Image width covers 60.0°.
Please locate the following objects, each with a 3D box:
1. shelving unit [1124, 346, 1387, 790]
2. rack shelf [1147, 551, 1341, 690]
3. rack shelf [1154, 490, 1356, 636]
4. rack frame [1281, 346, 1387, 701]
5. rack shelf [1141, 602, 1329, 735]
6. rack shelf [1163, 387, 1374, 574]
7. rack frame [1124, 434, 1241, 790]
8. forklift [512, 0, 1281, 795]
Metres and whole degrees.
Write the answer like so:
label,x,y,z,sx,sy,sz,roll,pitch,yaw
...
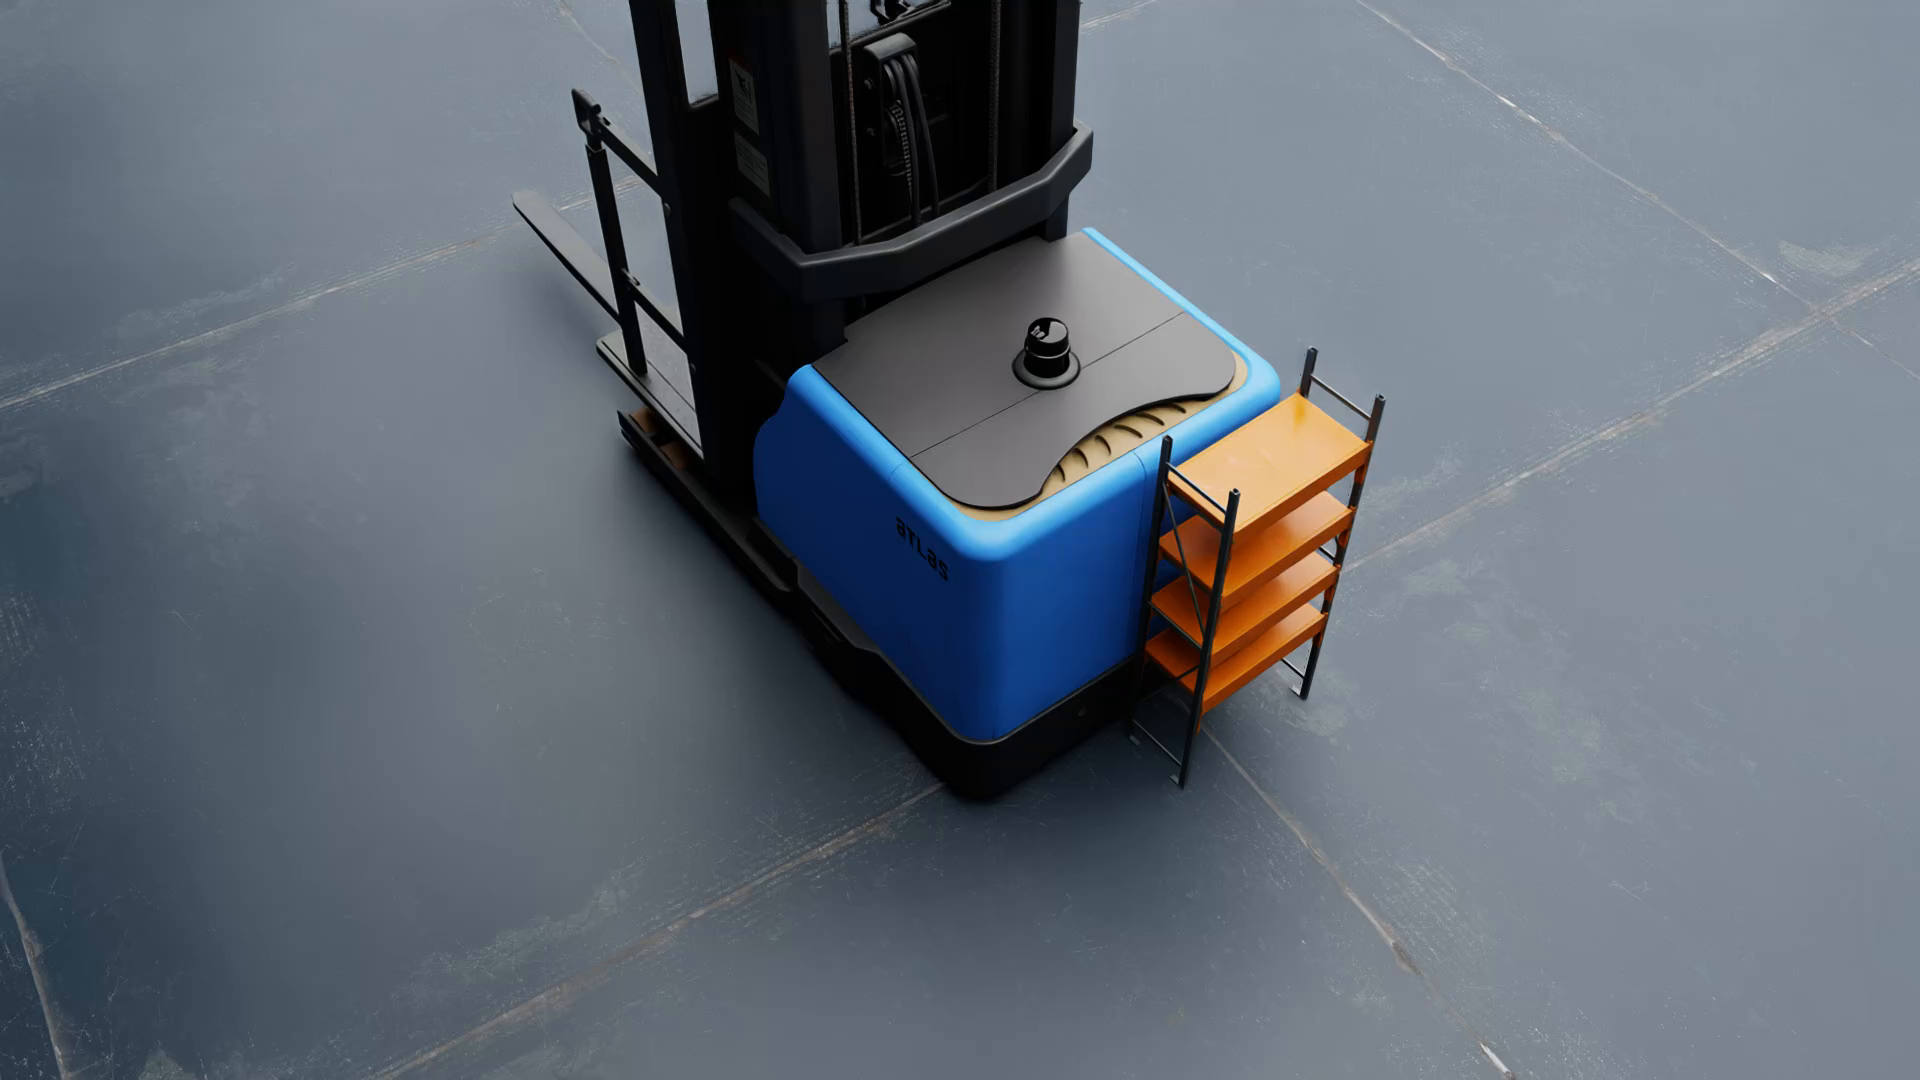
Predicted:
label,x,y,z,sx,sy,sz,roll,pitch,yaw
shelving unit,0.741,0.111,4.348,0.503,1.200,0.258,-31,55,-25
rack shelf,0.741,0.156,4.398,0.480,0.148,0.258,-31,55,-25
rack shelf,0.741,0.007,4.231,0.480,0.148,0.258,-31,55,-25
rack frame,0.931,-0.004,4.450,0.015,1.200,0.240,-31,55,-25
rack shelf,0.741,0.288,4.546,0.480,0.148,0.258,-31,55,-25
rack shelf,0.741,-0.151,4.054,0.480,0.148,0.258,-31,55,-25
rack frame,0.551,0.225,4.246,0.015,1.200,0.240,-31,55,-25
forklift,-0.459,-1.336,4.478,1.130,2.935,3.031,-30,55,-24
